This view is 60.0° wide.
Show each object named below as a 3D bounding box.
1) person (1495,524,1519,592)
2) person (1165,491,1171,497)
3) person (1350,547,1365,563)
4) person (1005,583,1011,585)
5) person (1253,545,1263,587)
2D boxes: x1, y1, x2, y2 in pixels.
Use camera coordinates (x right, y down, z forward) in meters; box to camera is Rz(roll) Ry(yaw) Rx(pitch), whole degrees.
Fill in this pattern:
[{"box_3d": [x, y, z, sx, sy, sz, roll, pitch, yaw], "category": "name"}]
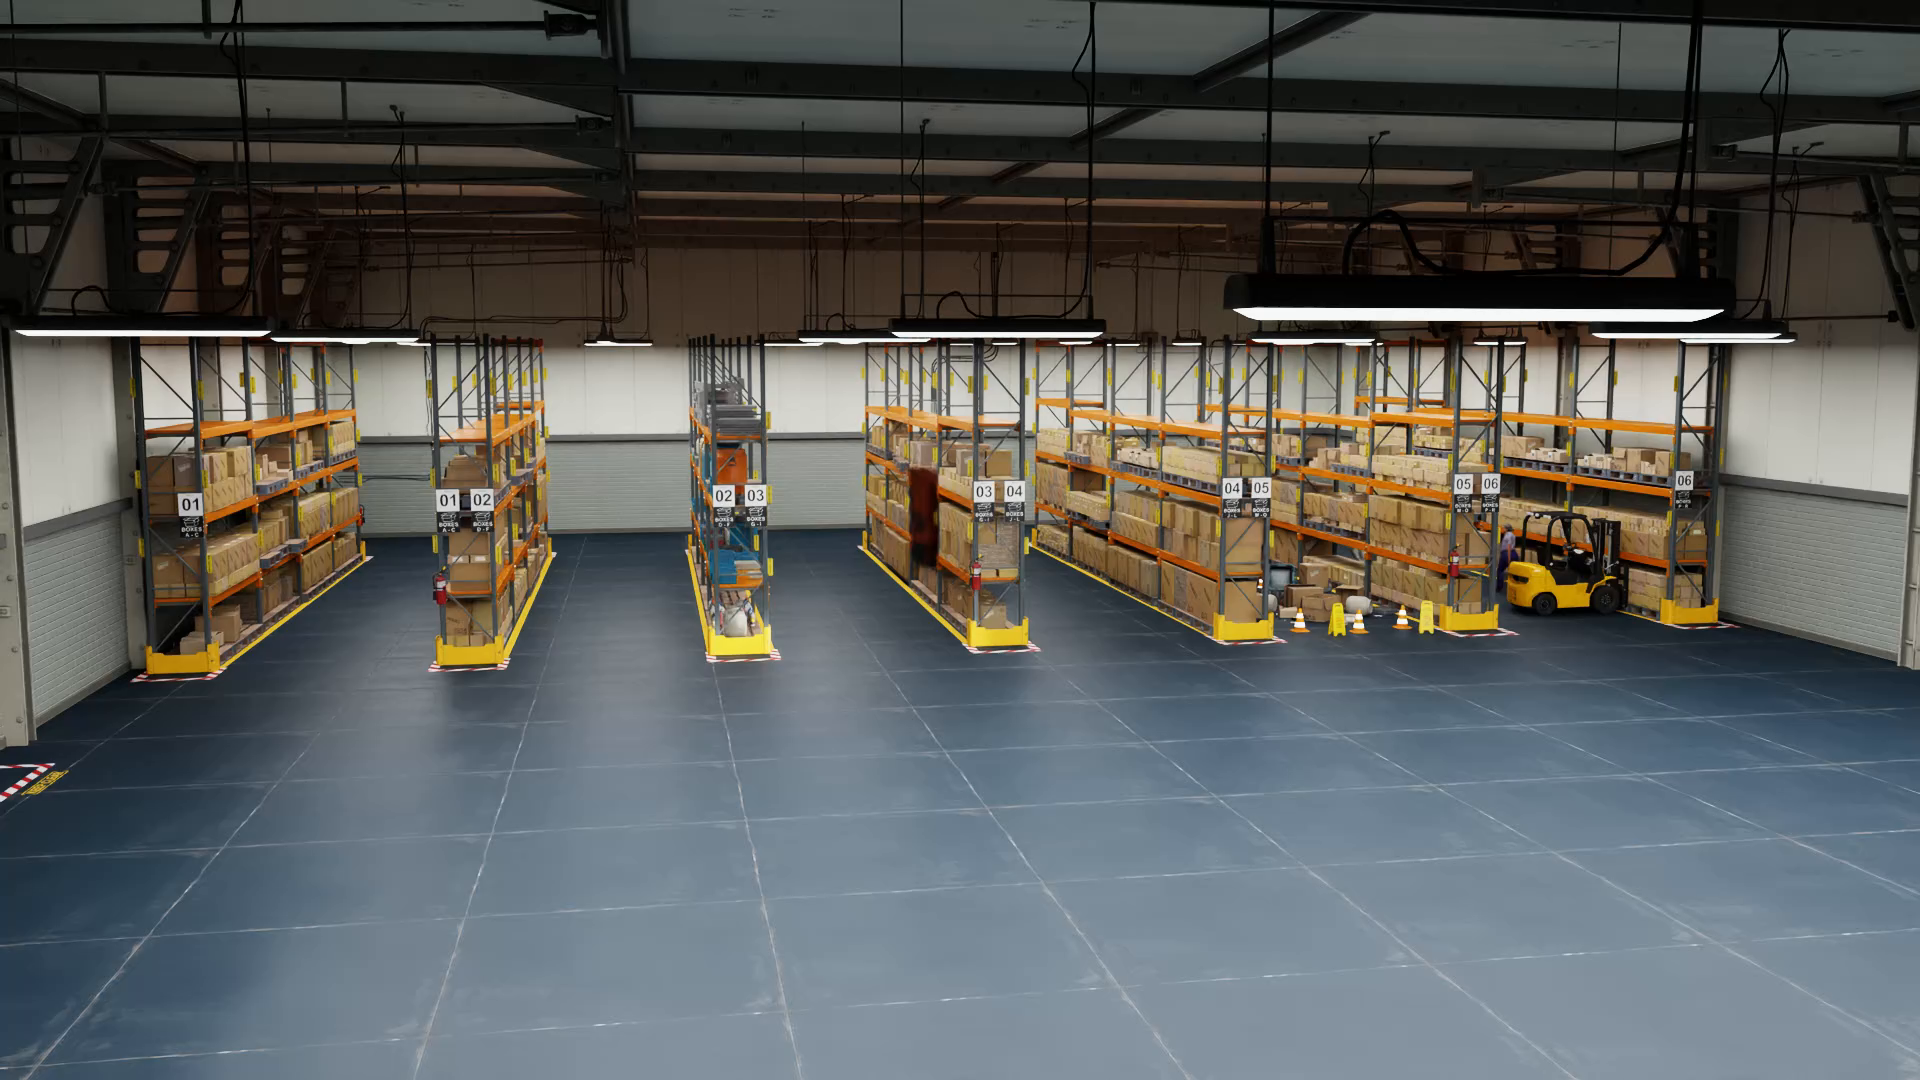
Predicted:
[{"box_3d": [12.929, 0.458, 39.164, 0.488, 1.656, 0.700, -3, 7, -23], "category": "person"}, {"box_3d": [5.991, -0.599, 48.091, 0.394, 1.689, 0.505, 2, 7, 17], "category": "person"}, {"box_3d": [10.529, -0.102, 43.760, 0.500, 1.718, 0.373, -5, 8, -36], "category": "person"}, {"box_3d": [0.894, 0.189, 40.648, 0.767, 1.778, 0.462, 4, 8, 33], "category": "person"}, {"box_3d": [7.201, 0.310, 39.890, 0.563, 1.743, 0.406, -5, 8, -37], "category": "person"}]
